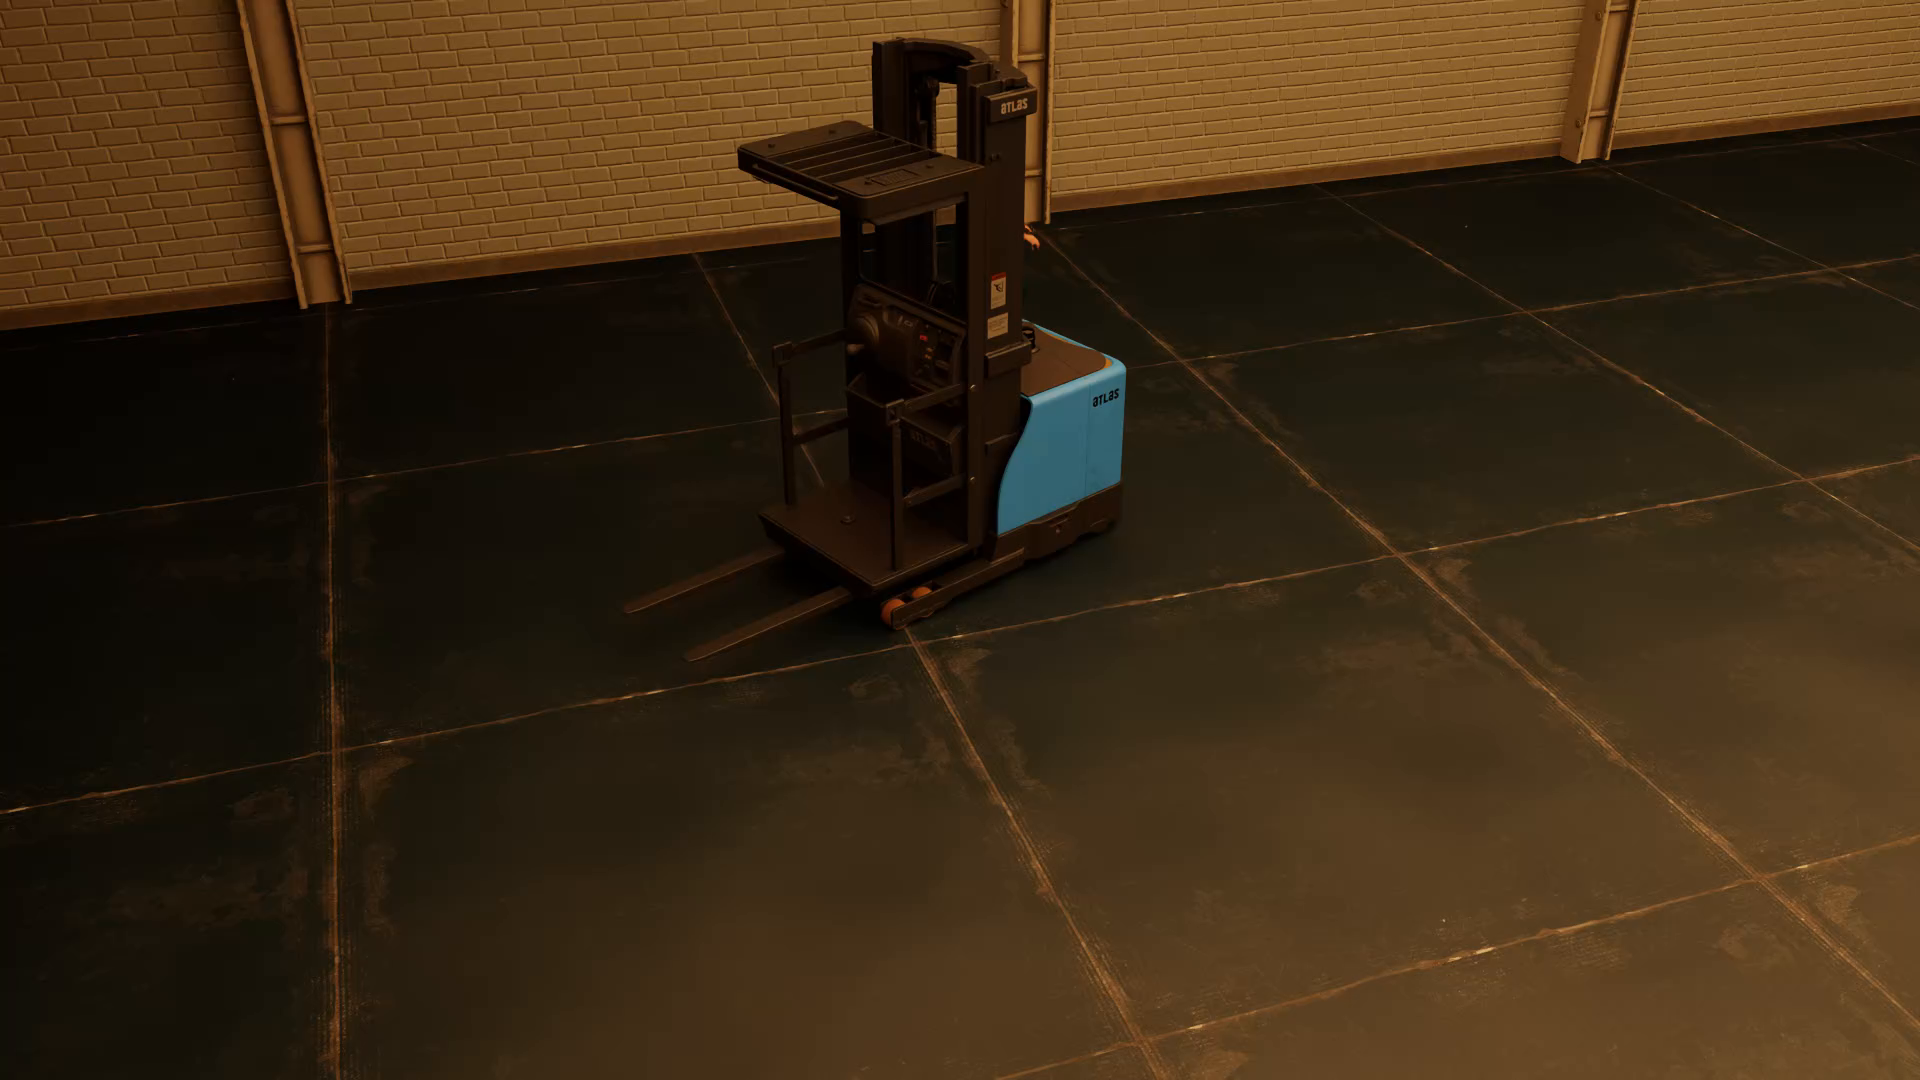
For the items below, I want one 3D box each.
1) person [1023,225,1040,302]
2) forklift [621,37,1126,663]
[{"bbox_3d":[0.341,-2.143,12.244,0.509,1.545,0.660,-5,30,-8],"label":"person"},{"bbox_3d":[-0.461,-1.072,8.951,3.031,2.935,1.130,-23,37,-34],"label":"forklift"}]
